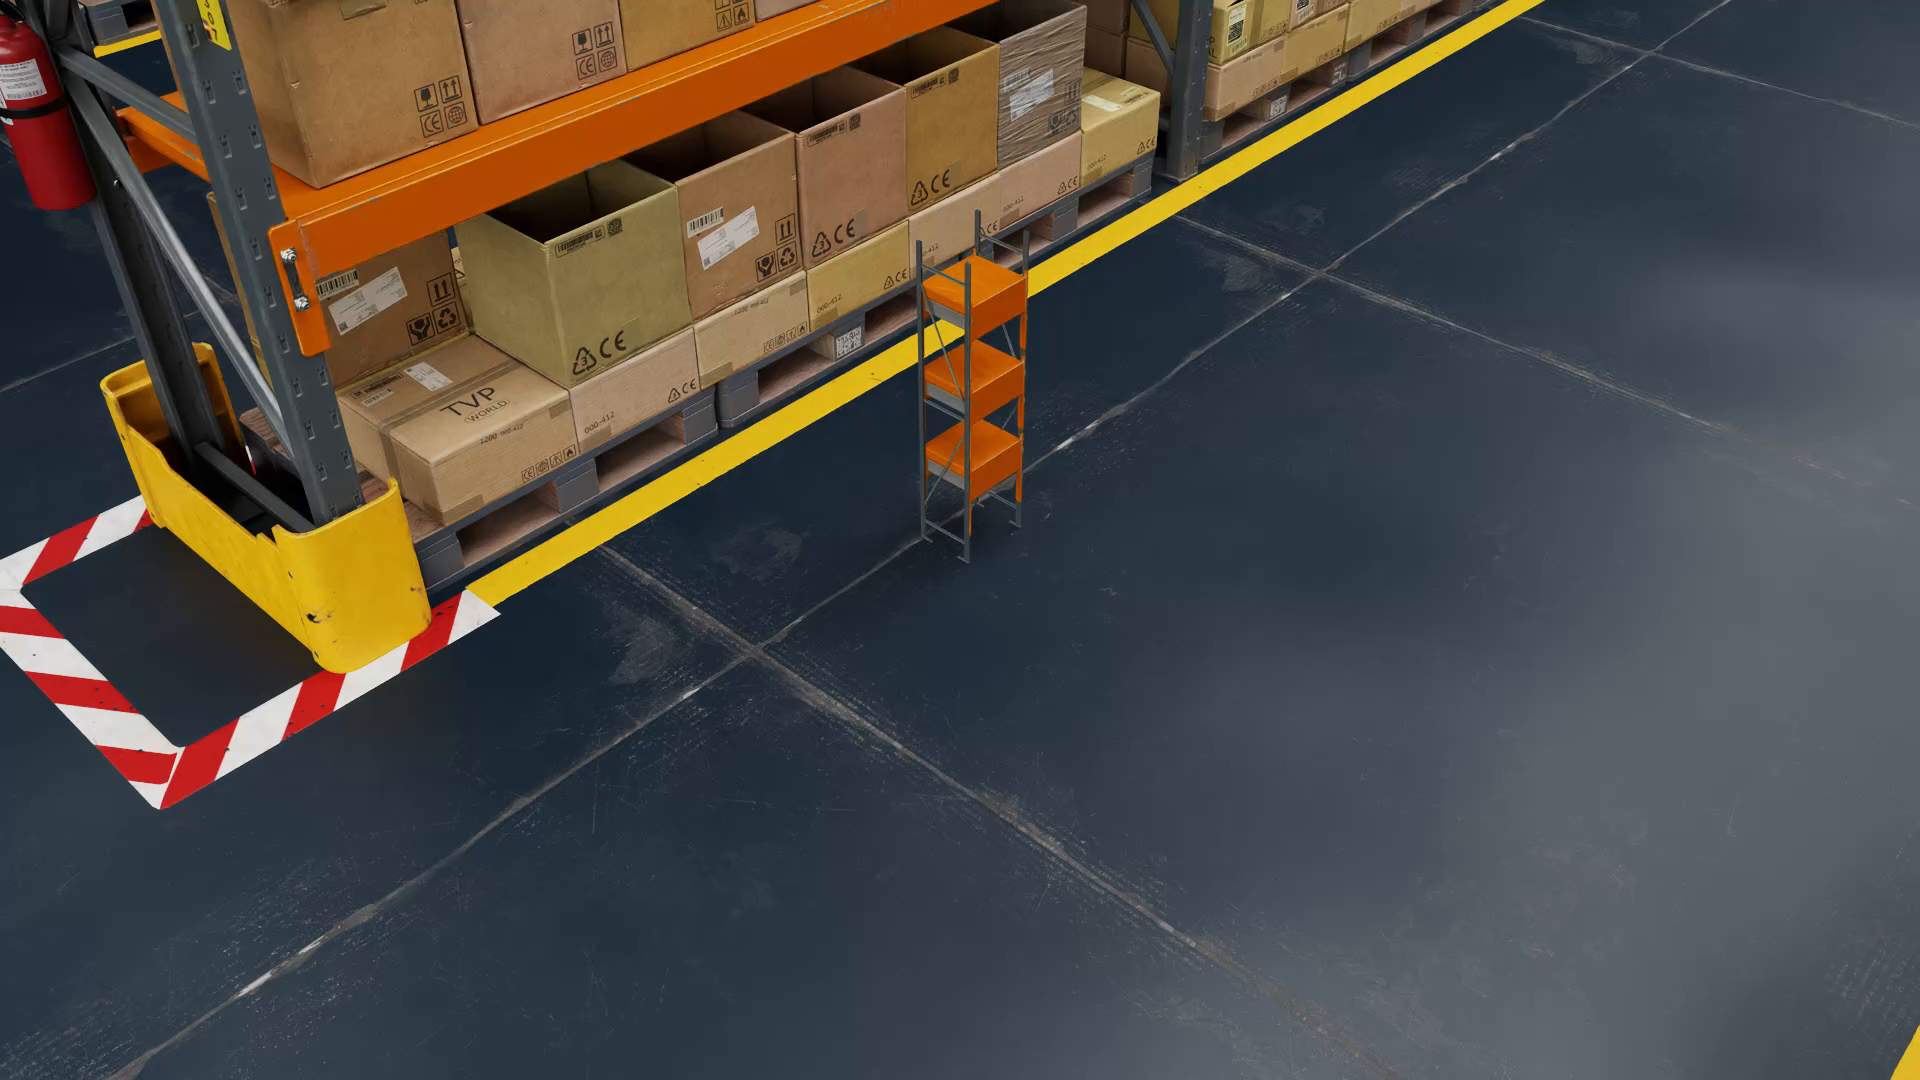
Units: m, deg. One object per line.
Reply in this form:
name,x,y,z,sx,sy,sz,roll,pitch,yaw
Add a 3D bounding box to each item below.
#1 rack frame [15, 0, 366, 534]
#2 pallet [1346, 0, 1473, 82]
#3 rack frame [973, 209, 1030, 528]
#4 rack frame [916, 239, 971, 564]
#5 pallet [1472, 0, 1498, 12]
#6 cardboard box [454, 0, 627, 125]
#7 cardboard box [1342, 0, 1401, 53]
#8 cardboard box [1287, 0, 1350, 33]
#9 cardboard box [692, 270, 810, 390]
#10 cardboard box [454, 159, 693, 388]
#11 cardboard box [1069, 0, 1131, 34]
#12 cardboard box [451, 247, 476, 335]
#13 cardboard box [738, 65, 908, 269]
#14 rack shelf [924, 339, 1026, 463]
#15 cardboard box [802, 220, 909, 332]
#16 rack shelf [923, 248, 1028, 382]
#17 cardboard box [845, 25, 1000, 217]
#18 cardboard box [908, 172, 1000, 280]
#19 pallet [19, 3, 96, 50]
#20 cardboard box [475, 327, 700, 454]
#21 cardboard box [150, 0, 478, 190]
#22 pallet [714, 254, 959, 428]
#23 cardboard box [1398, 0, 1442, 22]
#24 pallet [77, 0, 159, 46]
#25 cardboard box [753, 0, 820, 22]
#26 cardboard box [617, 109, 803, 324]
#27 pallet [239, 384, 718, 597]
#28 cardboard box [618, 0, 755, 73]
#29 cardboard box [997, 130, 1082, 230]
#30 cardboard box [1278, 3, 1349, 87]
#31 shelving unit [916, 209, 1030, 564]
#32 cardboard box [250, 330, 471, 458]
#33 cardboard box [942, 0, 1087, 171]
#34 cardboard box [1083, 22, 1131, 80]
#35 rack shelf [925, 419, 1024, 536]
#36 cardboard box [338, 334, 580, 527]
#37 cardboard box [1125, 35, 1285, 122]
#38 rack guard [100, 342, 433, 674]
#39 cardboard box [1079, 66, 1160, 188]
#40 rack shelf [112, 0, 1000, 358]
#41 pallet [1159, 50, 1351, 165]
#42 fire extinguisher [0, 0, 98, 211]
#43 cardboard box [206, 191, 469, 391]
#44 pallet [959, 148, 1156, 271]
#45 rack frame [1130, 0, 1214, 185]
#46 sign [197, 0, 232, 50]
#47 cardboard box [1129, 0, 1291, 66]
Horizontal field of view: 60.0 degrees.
rack frame,-2.073,-1.109,4.235,1.000,3.000,0.127,30,47,32
pallet,1.917,-2.773,8.568,1.003,0.211,1.213,30,47,32
rack frame,0.118,-0.492,5.025,0.200,1.050,0.008,30,47,32
rack frame,-0.046,-0.379,4.884,0.200,1.050,0.008,30,47,32
pallet,2.740,-3.331,9.269,1.003,0.211,1.213,30,47,32
cardboard box,-1.398,-1.601,4.772,0.700,0.500,0.500,31,48,33
cardboard box,1.774,-2.589,7.968,0.500,0.250,0.500,28,46,31
cardboard box,1.430,-2.567,7.490,0.500,0.311,0.500,29,47,31
cardboard box,-0.875,-0.811,5.732,0.500,0.250,0.500,30,47,32
cardboard box,-1.211,-0.874,5.209,0.500,0.500,0.500,30,47,32
cardboard box,0.687,-2.561,7.482,0.500,0.311,0.500,30,47,32
cardboard box,-1.601,-0.802,5.721,0.500,0.250,0.500,30,47,32
cardboard box,-0.533,-1.332,5.784,0.500,0.500,0.500,30,47,32
rack shelf,0.036,-0.427,4.961,0.215,0.259,0.240,30,47,32
cardboard box,-0.534,-1.039,6.018,0.500,0.250,0.500,30,47,32
rack shelf,0.036,-0.649,4.784,0.215,0.259,0.240,30,47,32
cardboard box,-0.206,-1.567,6.080,0.500,0.500,0.500,30,47,32
cardboard box,-0.197,-1.269,6.307,0.500,0.250,0.500,30,47,32
pallet,-5.107,-2.489,8.211,1.003,0.211,1.213,30,47,32
cardboard box,-1.212,-0.581,5.443,0.500,0.250,0.500,30,47,32
cardboard box,-1.748,-1.357,4.466,0.700,0.500,0.500,30,47,32
pallet,-0.765,-0.944,6.268,1.003,0.211,1.213,30,47,32
cardboard box,2.118,-2.823,8.262,0.500,0.250,0.500,31,48,33
pallet,-4.283,-3.047,8.912,1.003,0.211,1.213,30,47,32
cardboard box,-0.706,-2.070,5.362,0.700,0.500,0.500,31,48,33
cardboard box,-0.883,-1.109,5.504,0.500,0.500,0.500,30,47,32
pallet,-1.588,-0.387,5.566,1.003,0.211,1.213,30,47,32
cardboard box,-1.059,-1.826,5.056,0.700,0.500,0.500,30,47,32
cardboard box,0.130,-1.504,6.604,0.500,0.250,0.500,30,47,32
cardboard box,1.427,-2.350,7.668,0.500,0.250,0.500,31,48,33
shelving unit,0.036,-0.435,4.954,0.215,1.050,0.252,30,47,32
cardboard box,-1.929,-0.568,5.426,0.500,0.250,0.500,30,47,32
cardboard box,0.128,-1.799,6.371,0.500,0.500,0.500,30,47,32
cardboard box,0.691,-2.347,7.663,0.500,0.250,0.500,29,47,31
rack shelf,0.036,-0.210,5.134,0.215,0.259,0.240,30,47,32
cardboard box,-1.547,-0.350,5.152,0.500,0.250,0.500,30,47,32
cardboard box,1.081,-2.116,7.373,0.500,0.250,0.500,28,47,31
rack guard,-2.089,-0.120,4.999,1.175,0.500,0.348,30,47,32
cardboard box,0.474,-1.730,6.887,0.500,0.250,0.500,30,47,32
rack shelf,-0.724,-1.746,5.614,1.077,0.370,4.000,30,47,32
pallet,1.094,-2.210,7.860,1.003,0.211,1.213,30,47,32
fire extinguisher,-2.496,-1.219,4.436,0.296,0.674,0.183,30,47,32
cardboard box,-1.931,-0.862,5.193,0.500,0.500,0.500,30,47,32
pallet,0.058,-1.508,6.976,1.003,0.211,1.213,30,47,32
rack frame,0.626,-2.947,6.546,1.000,3.000,0.127,30,47,32
sign,-1.667,-1.243,3.644,0.100,0.325,0.005,30,47,32
cardboard box,1.088,-2.340,7.203,0.500,0.311,0.500,30,47,32
